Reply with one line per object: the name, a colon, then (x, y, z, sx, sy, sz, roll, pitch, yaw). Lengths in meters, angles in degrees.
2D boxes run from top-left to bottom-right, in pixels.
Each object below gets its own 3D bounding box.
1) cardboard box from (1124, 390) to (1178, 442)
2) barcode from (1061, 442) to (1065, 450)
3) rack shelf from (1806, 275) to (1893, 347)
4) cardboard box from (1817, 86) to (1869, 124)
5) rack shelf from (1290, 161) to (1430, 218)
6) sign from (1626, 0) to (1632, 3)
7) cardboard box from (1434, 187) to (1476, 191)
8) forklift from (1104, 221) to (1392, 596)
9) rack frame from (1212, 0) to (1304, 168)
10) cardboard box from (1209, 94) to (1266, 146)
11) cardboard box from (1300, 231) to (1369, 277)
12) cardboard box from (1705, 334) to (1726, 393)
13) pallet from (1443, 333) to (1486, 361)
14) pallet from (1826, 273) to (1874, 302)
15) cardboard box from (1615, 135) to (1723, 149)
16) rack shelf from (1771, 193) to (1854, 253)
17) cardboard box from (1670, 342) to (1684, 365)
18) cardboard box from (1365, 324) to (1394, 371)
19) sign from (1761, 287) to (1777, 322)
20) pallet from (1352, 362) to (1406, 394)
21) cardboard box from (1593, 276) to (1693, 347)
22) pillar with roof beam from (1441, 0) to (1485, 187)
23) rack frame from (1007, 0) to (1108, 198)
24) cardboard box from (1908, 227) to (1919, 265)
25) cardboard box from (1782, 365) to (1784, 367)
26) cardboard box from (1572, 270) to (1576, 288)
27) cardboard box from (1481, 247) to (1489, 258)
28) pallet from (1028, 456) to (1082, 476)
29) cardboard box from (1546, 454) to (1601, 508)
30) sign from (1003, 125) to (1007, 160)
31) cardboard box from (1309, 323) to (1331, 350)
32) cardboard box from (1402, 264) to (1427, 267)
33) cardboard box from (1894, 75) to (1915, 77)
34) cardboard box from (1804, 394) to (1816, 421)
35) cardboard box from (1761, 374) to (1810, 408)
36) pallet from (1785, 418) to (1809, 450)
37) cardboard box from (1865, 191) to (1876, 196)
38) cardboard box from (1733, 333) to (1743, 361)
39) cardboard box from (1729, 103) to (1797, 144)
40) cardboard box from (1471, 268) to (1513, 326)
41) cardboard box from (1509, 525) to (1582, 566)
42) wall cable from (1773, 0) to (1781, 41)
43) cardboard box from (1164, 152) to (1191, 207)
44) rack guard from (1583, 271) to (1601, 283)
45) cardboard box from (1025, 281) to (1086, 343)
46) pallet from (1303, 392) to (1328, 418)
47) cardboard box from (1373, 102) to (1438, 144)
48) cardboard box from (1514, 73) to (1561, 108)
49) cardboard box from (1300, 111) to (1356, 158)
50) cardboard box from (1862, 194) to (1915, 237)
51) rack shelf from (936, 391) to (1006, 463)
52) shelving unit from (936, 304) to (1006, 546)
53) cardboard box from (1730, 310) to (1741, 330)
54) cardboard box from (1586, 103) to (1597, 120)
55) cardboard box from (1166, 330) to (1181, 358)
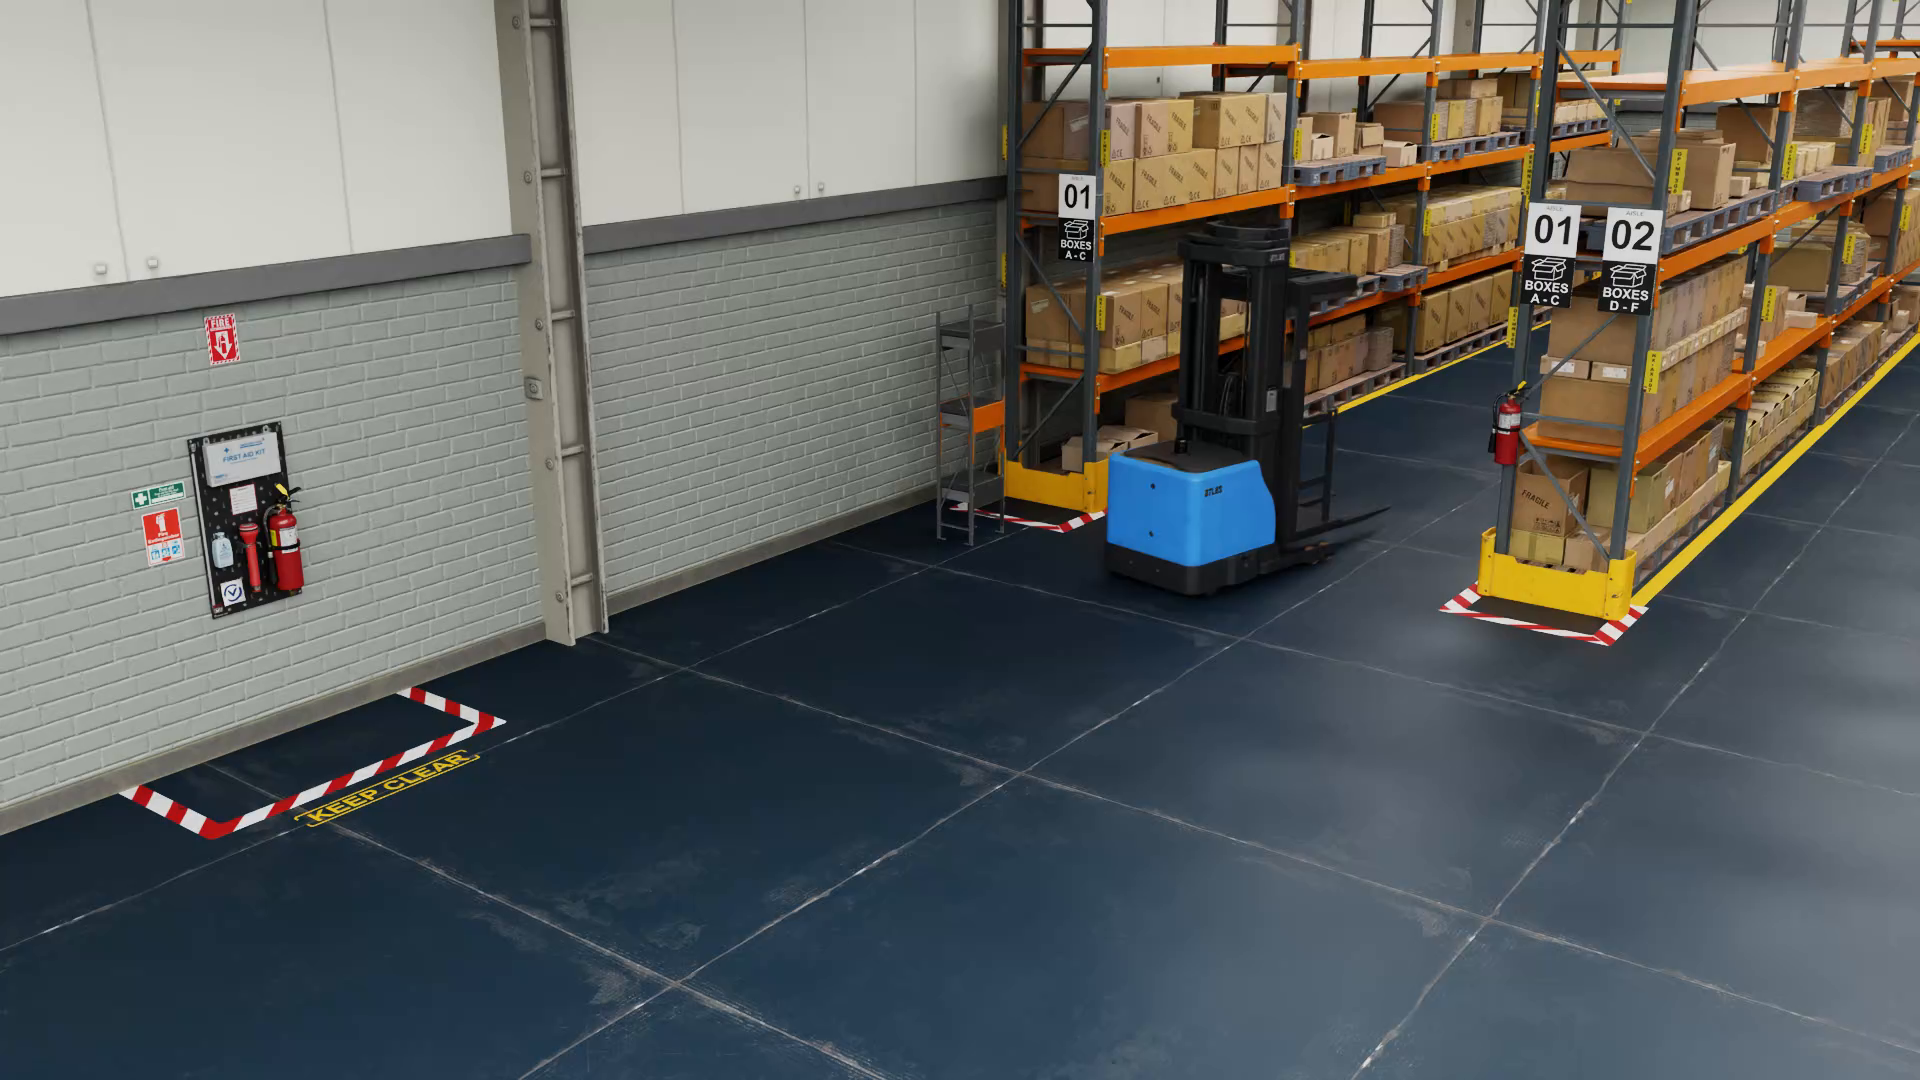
cardboard box: (2.183, -1.276, 17.773, 0.700, 0.500, 0.500, 11, 20, 31)
barcode: (1.056, -0.963, 17.070, 0.001, 0.075, 0.075, 12, 21, 35)
rack shelf: (10.821, -2.973, 20.978, 1.077, 0.370, 4.000, 12, 21, 35)
cardboard box: (10.502, -5.143, 19.842, 0.500, 0.500, 0.500, 12, 21, 35)
rack shelf: (4.457, -4.327, 20.281, 1.077, 0.370, 4.000, 12, 21, 35)
sign: (10.843, -8.869, 26.929, 0.100, 0.325, 0.005, 12, 21, 35)
cardboard box: (7.242, -5.035, 24.438, 0.500, 0.250, 0.500, 13, 21, 35)
forklift: (2.675, -1.282, 14.437, 3.031, 2.935, 1.130, -15, 22, -39)
rack frame: (3.265, -5.627, 18.195, 1.000, 3.000, 0.127, 12, 21, 35)
cardboard box: (2.865, -4.429, 17.507, 0.500, 0.500, 0.500, 14, 22, 38)
cardboard box: (4.652, -3.558, 20.738, 0.700, 0.500, 0.500, 12, 21, 35)
cardboard box: (6.677, -1.701, 15.502, 0.700, 0.500, 0.500, 12, 21, 34)
pallet: (6.906, -2.846, 24.060, 1.003, 0.211, 1.213, 12, 21, 35)
pallet: (10.784, -3.212, 20.860, 1.003, 0.211, 1.213, 12, 21, 35)
cardboard box: (6.163, -3.266, 14.534, 0.797, 0.503, 0.637, 15, 23, 41)
rack shelf: (8.437, -3.452, 17.465, 1.077, 0.370, 4.000, 12, 21, 35)
cardboard box: (5.883, -1.593, 14.061, 0.380, 0.149, 0.250, 12, 21, 33)
cardboard box: (5.261, -2.550, 21.876, 0.700, 0.500, 0.500, 13, 21, 35)
sign: (7.692, -2.241, 15.814, 0.100, 0.325, 0.005, 12, 21, 35)
pallet: (5.182, -2.197, 21.968, 1.003, 0.211, 1.213, 12, 21, 35)
cardboard box: (5.791, -1.970, 14.179, 0.700, 0.500, 0.500, 13, 21, 35)
pillar with roof beam: (11.212, -7.091, 22.910, 9.100, 9.000, 0.400, 12, 21, 35)
rack frame: (0.882, -4.674, 15.127, 1.000, 3.000, 0.127, 12, 21, 35)
cardboard box: (13.137, -4.155, 23.403, 0.500, 0.500, 0.500, 12, 21, 34)
cardboard box: (9.998, -2.120, 20.493, 0.500, 0.500, 0.500, 13, 22, 37)
cardboard box: (9.780, -4.323, 27.619, 0.700, 0.500, 0.500, 12, 21, 35)
cardboard box: (7.427, -4.188, 24.069, 0.380, 0.149, 0.250, 12, 21, 35)
pallet: (1.440, -0.682, 17.092, 1.003, 0.211, 1.213, 12, 21, 35)
cardboard box: (5.527, -0.601, 14.791, 0.500, 0.500, 0.500, 12, 21, 35)
sign: (0.448, -3.767, 15.772, 0.100, 0.325, 0.005, 12, 21, 35)
cardboard box: (4.257, -2.544, 20.594, 0.500, 0.250, 0.500, 12, 21, 33)
cardboard box: (6.031, -3.641, 22.308, 0.380, 0.149, 0.250, 12, 21, 34)
cardboard box: (13.737, -6.474, 24.126, 0.700, 0.500, 0.500, 12, 21, 35)
cardboard box: (9.511, -1.559, 19.140, 0.500, 0.250, 0.500, 13, 21, 36)
cardboard box: (9.210, -1.702, 18.655, 0.500, 0.311, 0.500, 12, 21, 34)
pallet: (9.107, -1.319, 19.141, 1.003, 0.211, 1.213, 12, 21, 35)
cardboard box: (12.409, -4.606, 23.171, 0.500, 0.500, 0.500, 12, 21, 34)
cardboard box: (7.504, -1.940, 16.694, 0.500, 0.250, 0.500, 14, 22, 38)
cardboard box: (7.966, -4.086, 16.573, 0.500, 0.500, 0.500, 15, 23, 40)
cardboard box: (7.749, -3.663, 24.905, 0.750, 0.750, 0.750, 13, 21, 35)
cardboard box: (4.945, -0.002, 14.126, 0.500, 0.250, 0.500, 12, 21, 35)
wall cable: (16.245, -10.220, 29.706, 3.097, 2.526, 0.112, 12, 21, 35)
cardboard box: (1.937, -3.580, 16.461, 0.500, 0.500, 0.500, 14, 22, 37)
rack guard: (10.429, -4.432, 28.678, 1.175, 0.500, 0.348, 12, 21, 35)
cardboard box: (0.992, -2.255, 16.408, 0.500, 0.500, 0.500, 12, 21, 34)
pallet: (3.728, -1.616, 20.096, 1.003, 0.211, 1.213, 12, 21, 35)
cardboard box: (5.886, -5.528, 22.025, 0.700, 0.500, 0.500, 11, 20, 30)
cardboard box: (8.682, -6.755, 24.997, 0.500, 0.500, 0.500, 12, 21, 34)
cardboard box: (4.390, -4.852, 19.883, 0.500, 0.500, 0.500, 12, 21, 33)
cardboard box: (12.519, -4.380, 22.443, 0.500, 0.500, 0.500, 13, 22, 36)
rack shelf: (0.099, -1.029, 15.070, 0.431, 0.518, 0.480, 12, 21, 35)
shelving unit: (0.099, -1.042, 15.066, 0.431, 2.100, 0.503, 12, 21, 35)
cardboard box: (7.107, -2.083, 15.639, 0.380, 0.149, 0.250, 12, 21, 34)
cardboard box: (9.883, -6.883, 26.676, 0.500, 0.250, 0.500, 11, 21, 33)
cardboard box: (2.034, -2.053, 17.024, 0.500, 0.250, 0.500, 12, 21, 34)
